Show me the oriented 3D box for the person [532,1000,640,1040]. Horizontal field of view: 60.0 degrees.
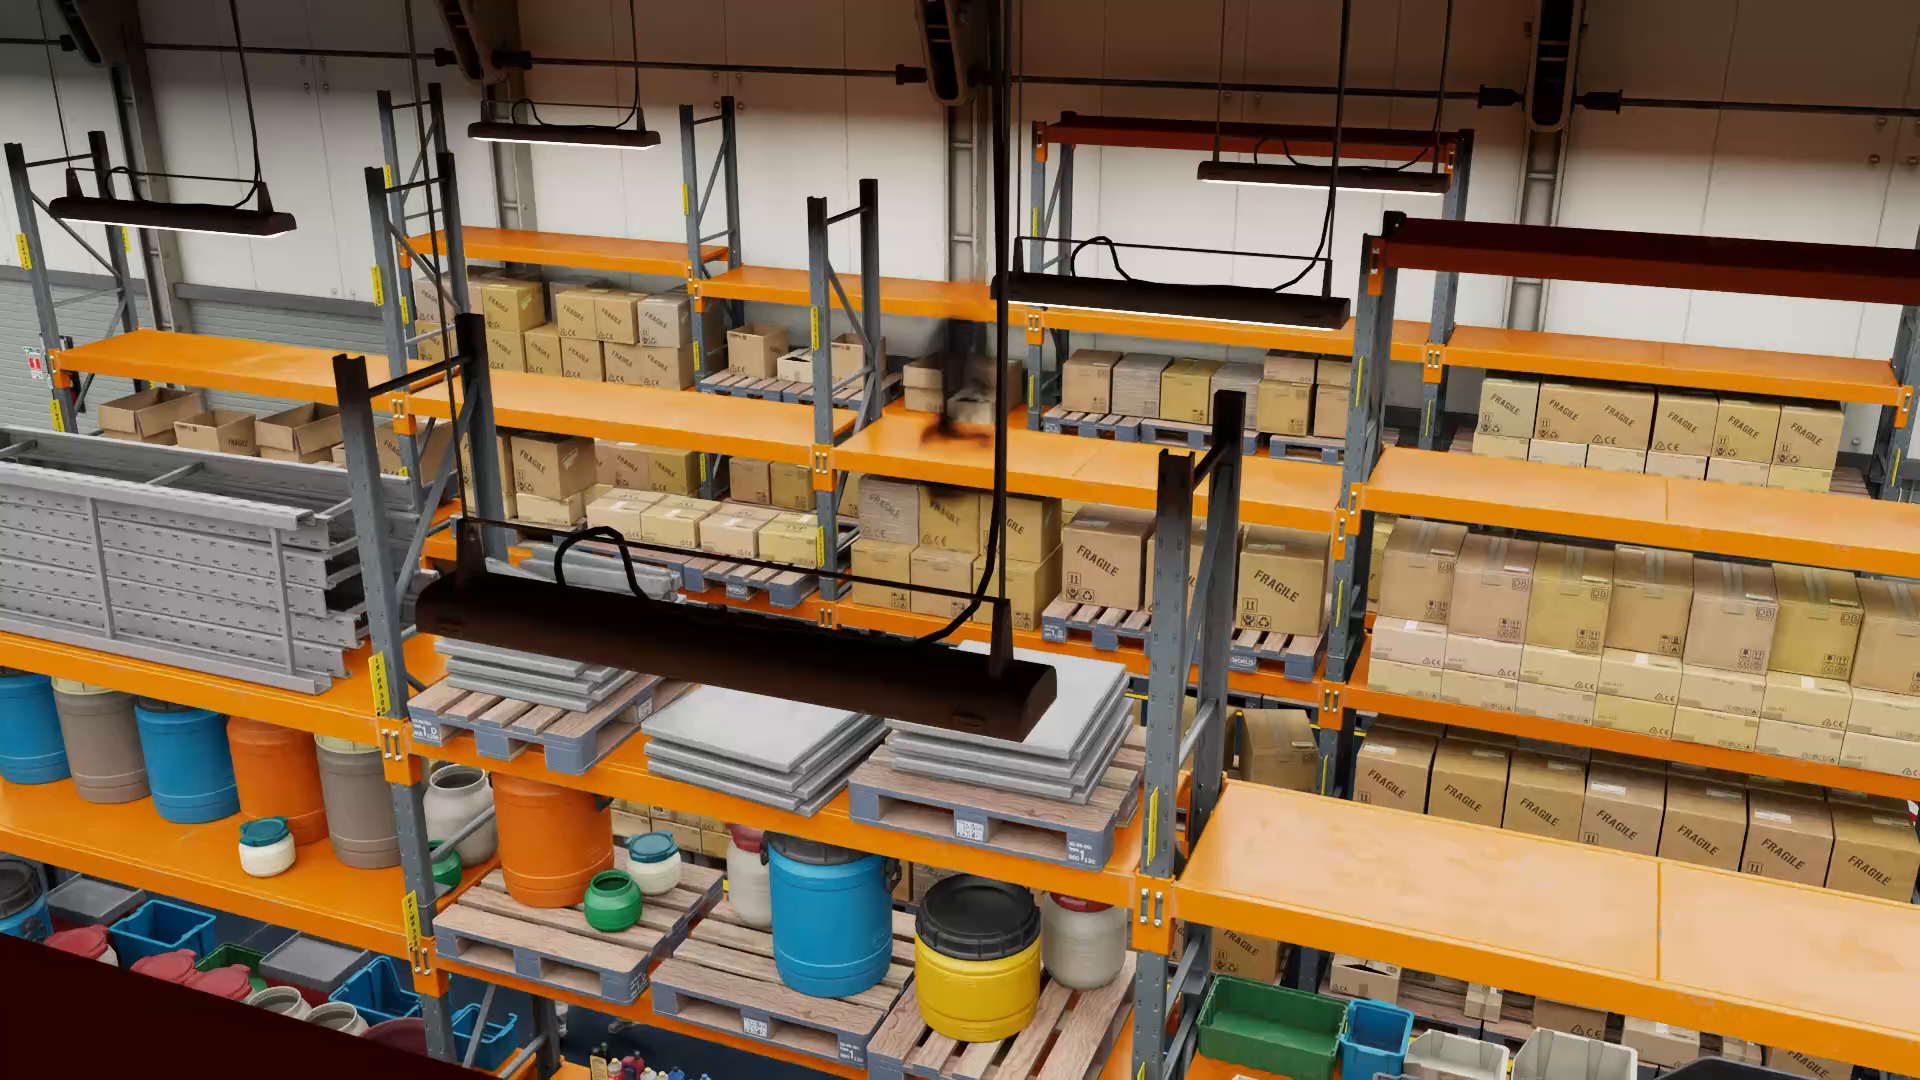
[{"bbox_3d":[-2.811,2.932,12.187,0.842,1.839,0.680,5,21,13],"label":"person"}]
